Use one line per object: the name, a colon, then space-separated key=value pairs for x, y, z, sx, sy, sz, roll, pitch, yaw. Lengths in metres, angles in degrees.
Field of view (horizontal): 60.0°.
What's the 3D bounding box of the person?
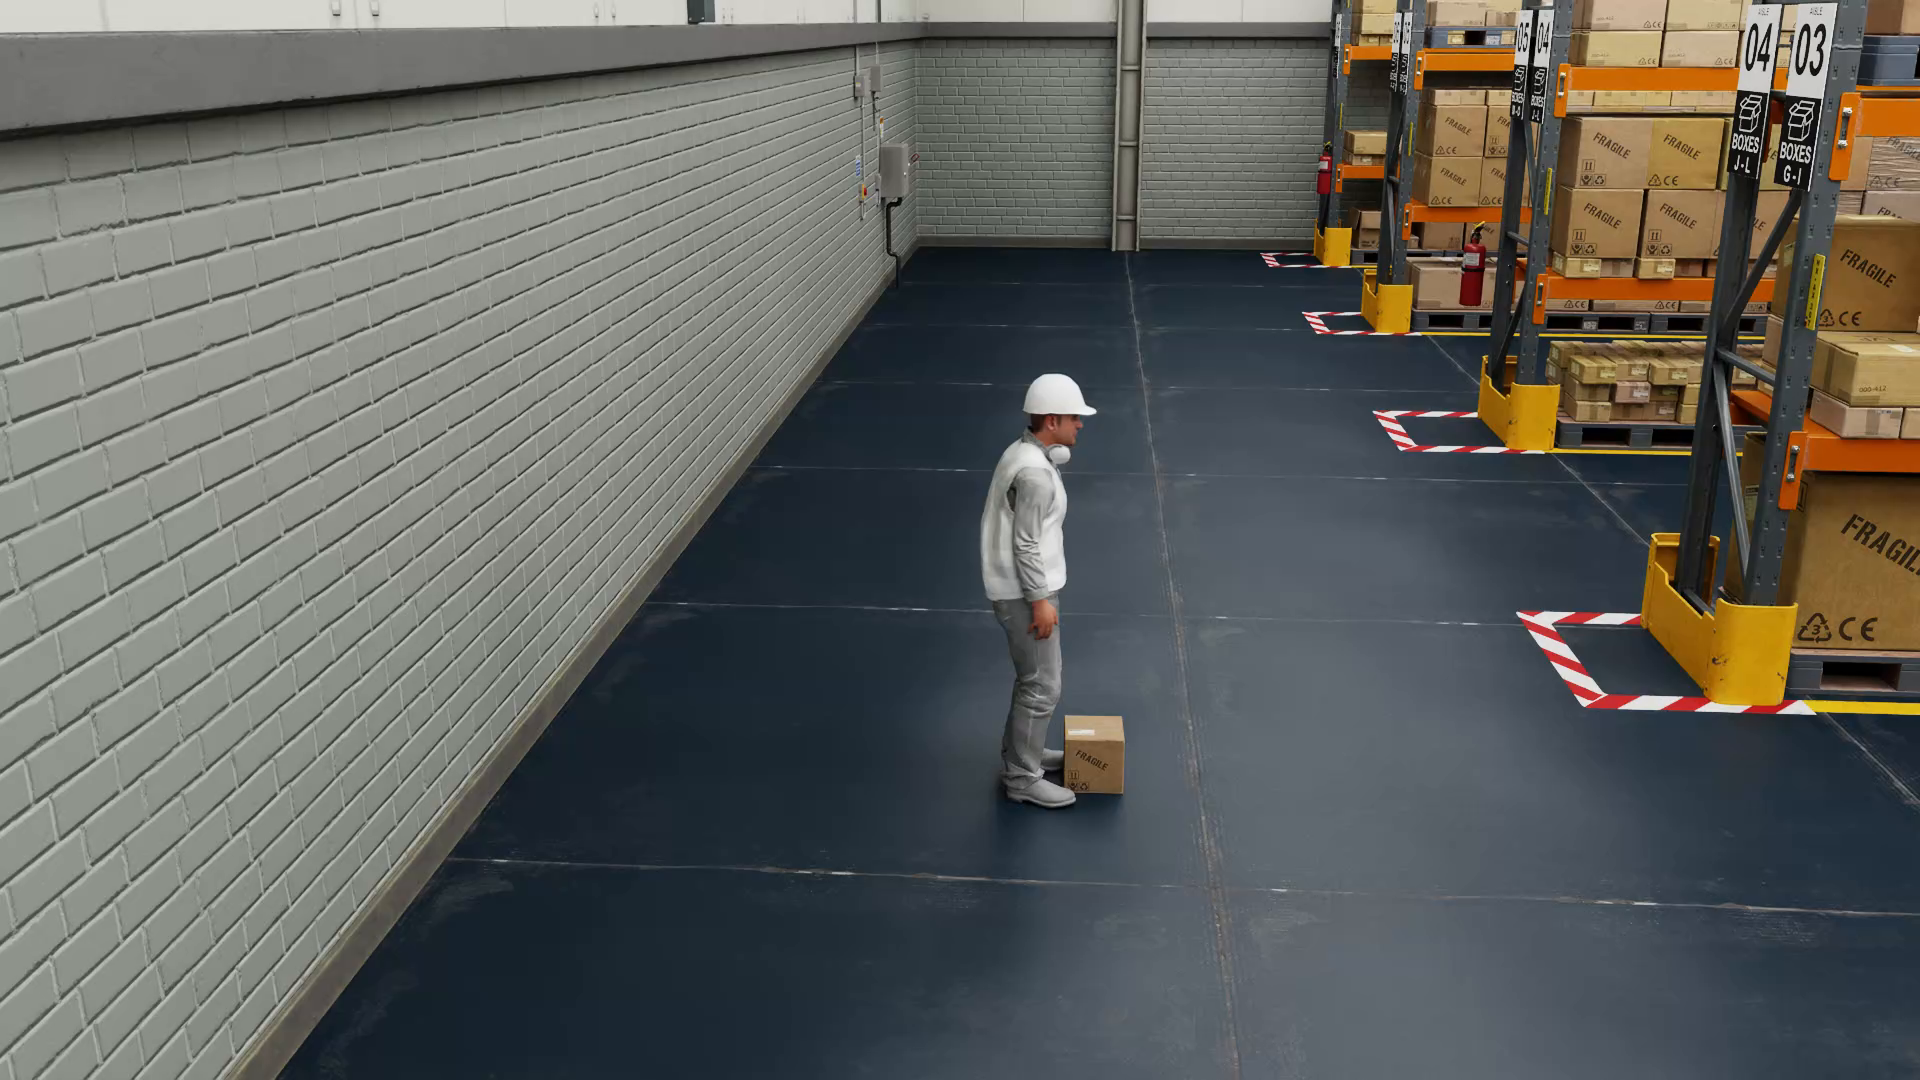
person: x=0.316 y=0.189 z=6.900 sx=0.465 sy=1.771 sz=0.581 roll=1 pitch=17 yaw=4
